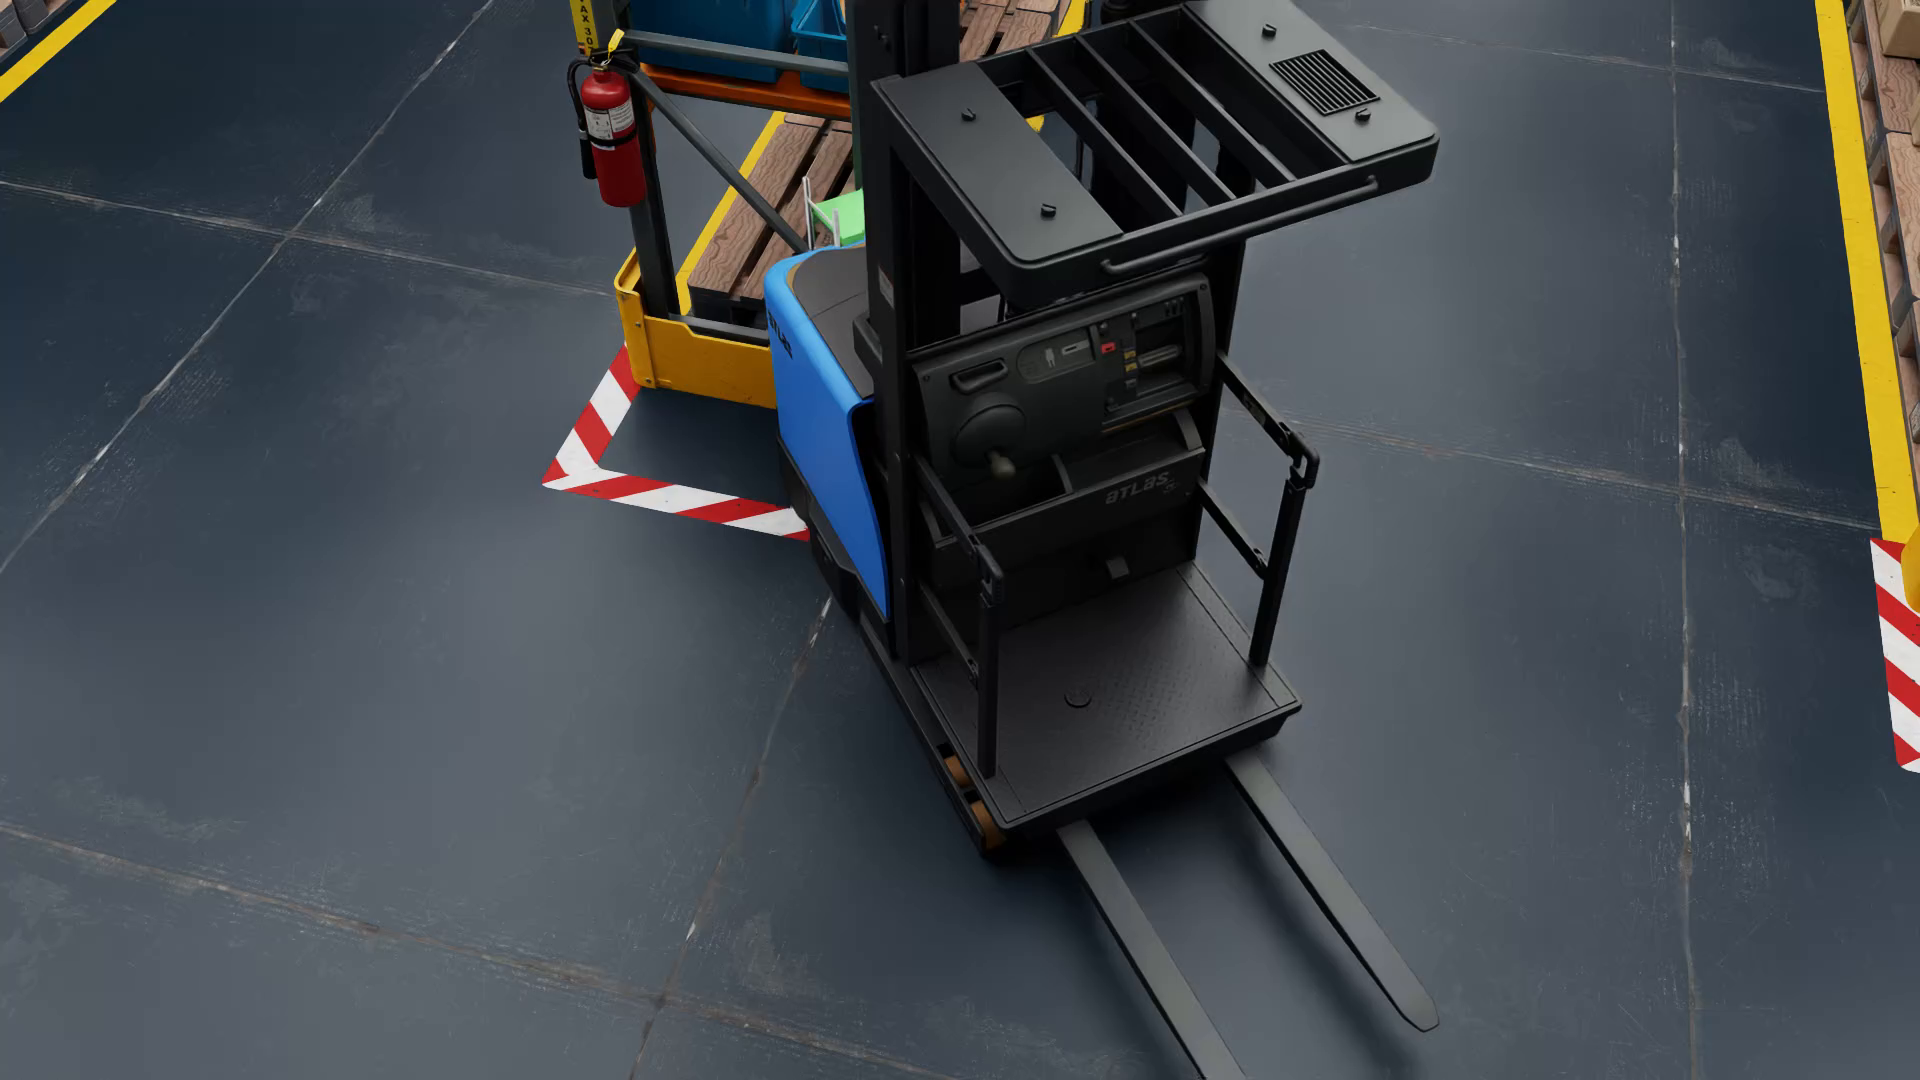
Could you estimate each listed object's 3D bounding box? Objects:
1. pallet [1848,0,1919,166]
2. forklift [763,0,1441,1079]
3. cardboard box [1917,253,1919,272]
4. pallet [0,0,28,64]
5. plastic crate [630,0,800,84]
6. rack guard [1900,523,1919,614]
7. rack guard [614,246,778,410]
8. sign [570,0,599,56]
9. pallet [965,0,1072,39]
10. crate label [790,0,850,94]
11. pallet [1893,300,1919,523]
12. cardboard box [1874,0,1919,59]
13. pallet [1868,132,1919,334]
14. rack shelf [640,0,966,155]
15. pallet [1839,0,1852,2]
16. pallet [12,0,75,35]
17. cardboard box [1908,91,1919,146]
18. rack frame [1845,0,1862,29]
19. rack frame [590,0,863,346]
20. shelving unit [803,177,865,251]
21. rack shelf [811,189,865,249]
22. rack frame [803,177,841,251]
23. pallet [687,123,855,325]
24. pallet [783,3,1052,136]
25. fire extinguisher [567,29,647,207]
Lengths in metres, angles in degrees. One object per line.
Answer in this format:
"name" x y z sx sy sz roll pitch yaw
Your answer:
"pallet" 4.891 -2.157 8.014 1.003 0.211 1.213 12 50 10
"forklift" 0.410 -0.357 4.610 1.130 2.935 3.031 -20 52 -17
"cardboard box" 4.204 -1.042 6.710 0.500 0.250 0.500 12 50 10
"pallet" -5.401 -2.312 8.150 1.003 0.211 1.213 12 50 10
"plastic crate" -0.850 -1.974 5.928 0.616 0.435 0.499 12 50 10
"rack guard" 4.040 0.089 5.838 1.175 0.500 0.348 12 50 10
"rack guard" -0.752 -0.817 6.637 1.175 0.500 0.348 12 50 10
"sign" -1.293 -1.815 5.742 0.100 0.325 0.005 12 50 10
"pallet" 0.139 -3.095 8.841 1.003 0.211 1.213 12 50 10
"crate label" -0.375 -1.742 5.858 0.416 0.233 0.303 12 50 10
"pallet" 4.249 -0.393 6.456 1.003 0.211 1.213 12 50 10
"cardboard box" 4.753 -2.572 8.019 0.500 0.311 0.500 12 50 10
"pallet" 4.572 -1.272 7.232 1.003 0.211 1.213 12 50 10
"rack shelf" -0.232 -2.872 7.264 1.077 0.370 4.000 12 50 10
"pallet" 5.250 -3.250 8.978 1.003 0.211 1.213 12 50 10
"pallet" -5.078 -3.192 8.926 1.003 0.211 1.213 12 50 10
"cardboard box" 4.535 -1.896 7.519 0.380 0.166 0.250 12 50 10
"rack frame" 5.073 -3.577 7.406 1.000 3.000 0.127 12 50 10
"rack frame" -0.758 -1.664 5.718 1.000 3.000 0.127 12 50 10
"shelving unit" -0.257 -0.840 6.171 0.503 1.200 0.258 -23 48 -21
"rack shelf" -0.263 -1.138 5.880 0.480 0.148 0.258 -23 48 -21
"rack frame" -0.467 -0.752 6.084 0.015 1.200 0.240 -23 48 -21
"pallet" -0.503 -1.330 7.283 1.003 0.211 1.213 12 50 10
"pallet" -0.180 -2.210 8.059 1.003 0.211 1.213 12 50 10
"fire extinguisher" -1.236 -1.495 5.869 0.296 0.674 0.183 12 50 10
